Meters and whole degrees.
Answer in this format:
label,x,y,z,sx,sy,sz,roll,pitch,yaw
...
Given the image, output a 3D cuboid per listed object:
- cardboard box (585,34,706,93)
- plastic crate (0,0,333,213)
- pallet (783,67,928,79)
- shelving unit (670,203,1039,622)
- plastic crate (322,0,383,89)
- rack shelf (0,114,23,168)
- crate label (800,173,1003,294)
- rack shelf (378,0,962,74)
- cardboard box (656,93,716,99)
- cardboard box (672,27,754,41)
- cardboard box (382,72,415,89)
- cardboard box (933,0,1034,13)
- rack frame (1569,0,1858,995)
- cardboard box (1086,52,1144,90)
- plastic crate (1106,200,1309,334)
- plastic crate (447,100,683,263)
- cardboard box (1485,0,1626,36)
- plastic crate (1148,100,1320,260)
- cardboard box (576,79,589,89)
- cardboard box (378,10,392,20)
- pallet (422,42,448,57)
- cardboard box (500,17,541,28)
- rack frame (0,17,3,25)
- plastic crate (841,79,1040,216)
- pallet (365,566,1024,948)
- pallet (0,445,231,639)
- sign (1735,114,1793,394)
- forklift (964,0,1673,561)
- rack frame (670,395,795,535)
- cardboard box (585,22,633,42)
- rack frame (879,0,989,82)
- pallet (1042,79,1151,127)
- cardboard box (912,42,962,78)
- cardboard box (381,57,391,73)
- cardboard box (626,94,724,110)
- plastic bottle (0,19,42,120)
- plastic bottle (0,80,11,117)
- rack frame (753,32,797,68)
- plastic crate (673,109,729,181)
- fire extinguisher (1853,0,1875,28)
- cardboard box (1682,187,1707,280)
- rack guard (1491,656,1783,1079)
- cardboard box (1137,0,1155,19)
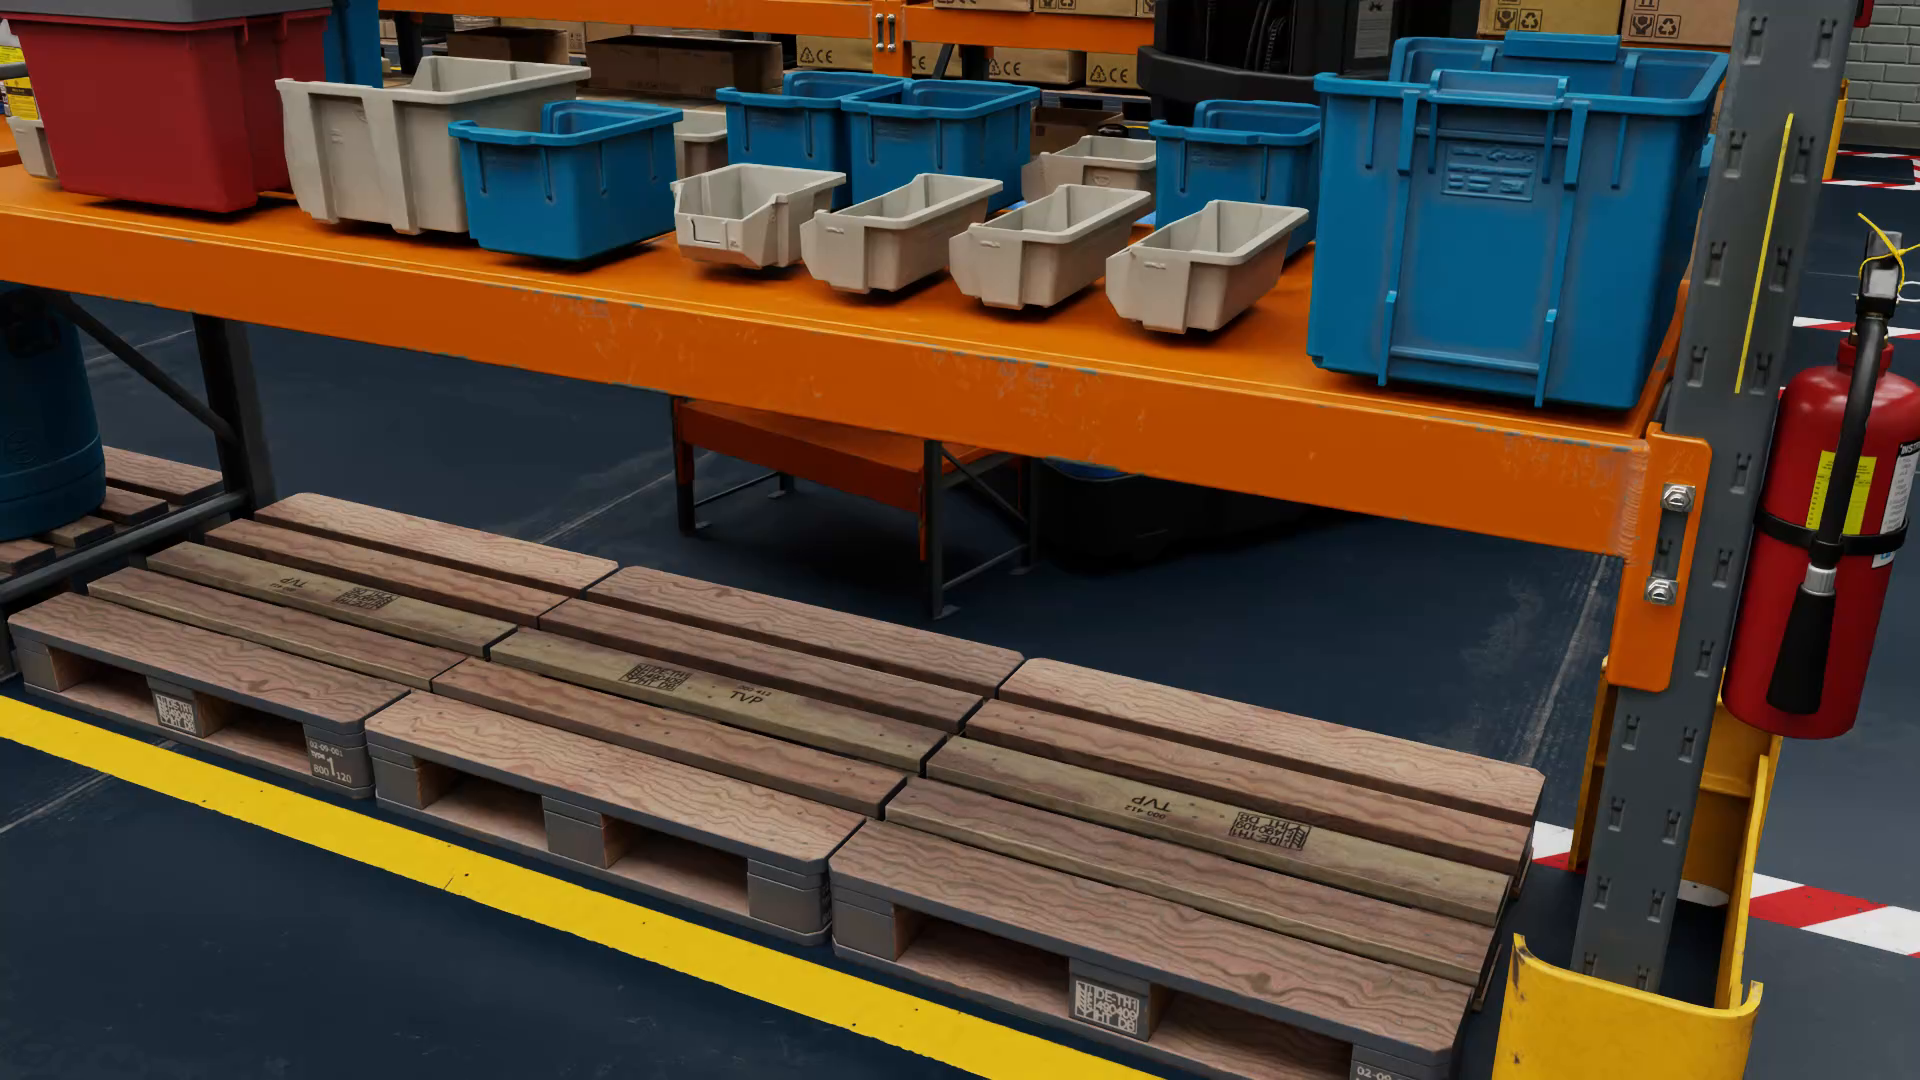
label,x,y,z,sx,sy,sz,roll,pitch,yaw
cardboard box,-1.783,-2.734,9.519,0.500,0.250,0.500,11,25,24
plastic crate,-1.675,-0.984,3.571,0.583,0.464,0.402,11,25,25
pallet,-0.789,-3.889,14.126,1.213,0.211,1.003,11,25,25
shelving unit,-0.330,-0.489,4.964,1.048,1.125,0.538,17,29,35
plastic crate,-1.789,-1.229,4.250,0.575,0.384,0.392,11,25,25
rack shelf,-4.144,-1.194,5.144,4.000,0.370,1.077,11,25,25
crate label,-0.111,-0.549,2.969,0.243,0.136,0.396,11,25,25
rack shelf,-1.906,-2.923,9.210,4.000,0.370,1.077,11,25,25
cardboard box,-1.366,-2.305,9.469,0.500,0.500,0.500,12,26,25
cardboard box,-2.125,-4.499,14.628,0.500,0.500,0.700,12,26,25
cardboard box,-3.413,-2.479,9.879,0.500,0.500,0.500,12,26,27
cardboard box,0.211,-2.762,7.784,0.500,0.500,0.500,12,26,26
rack frame,1.211,-0.465,2.511,0.127,3.000,1.000,11,25,25
cardboard box,1.472,-3.905,12.810,0.750,0.750,0.750,12,26,25
plastic crate,0.401,-0.452,2.741,0.243,0.136,0.396,11,25,25
plastic crate,-0.738,-0.689,3.175,0.300,0.233,0.416,11,25,25
cardboard box,2.462,-2.315,6.733,0.500,0.500,0.500,11,26,25
plastic crate,0.551,-0.691,3.179,0.300,0.233,0.416,11,25,25
cardboard box,-2.288,-2.485,9.892,0.500,0.500,0.500,10,25,23
cardboard box,-5.973,-5.266,16.431,0.500,0.500,0.500,9,25,21
pallet,-4.333,-4.624,15.854,1.213,0.211,1.003,11,25,25
cardboard box,-3.880,-4.899,15.568,0.500,0.500,0.700,11,25,24
rack frame,-7.260,-4.314,11.560,0.127,3.000,1.000,11,25,25
plastic crate,-0.036,-0.807,3.452,0.300,0.233,0.416,11,25,25
pallet,-0.593,0.443,3.939,1.213,0.211,1.003,11,25,25
pallet,-3.029,-0.039,5.073,1.213,0.211,1.003,11,25,25
sign,0.977,-0.346,2.021,0.005,0.325,0.100,11,25,25
forklift,1.453,-1.678,5.450,3.031,2.935,1.130,-12,26,-25
rack frame,-0.728,-0.613,5.255,0.032,1.125,0.500,17,29,35
cardboard box,-2.988,-4.709,15.121,0.500,0.500,0.700,11,25,24
rack frame,-0.121,-2.901,8.239,0.127,3.000,1.000,11,25,25
pallet,1.388,-3.458,13.113,1.213,0.211,1.003,11,25,25
cardboard box,-0.083,-4.209,13.526,0.750,0.750,0.750,11,25,24
cardboard box,-4.025,-2.988,10.704,0.500,0.311,0.500,12,26,26
cardboard box,-1.575,-2.119,9.032,0.500,0.500,0.500,12,26,25
plastic bottle,-2.563,-1.332,4.611,0.185,0.351,0.144,11,25,25
plastic bottle,-2.724,-1.332,4.802,0.097,0.201,0.097,0,23,0
rack frame,-1.459,-5.338,13.969,0.127,3.000,1.000,11,25,25
plastic crate,-0.669,-0.875,3.736,0.466,0.136,0.293,11,25,25
fire extinguisher,5.607,-3.530,10.294,0.183,0.674,0.296,11,25,25
cardboard box,2.852,-1.257,7.004,0.500,0.500,0.500,11,25,25
rack guard,1.238,0.685,3.001,0.348,0.500,1.175,11,25,25
cardboard box,1.115,-2.583,7.364,0.500,0.500,0.500,11,25,24
